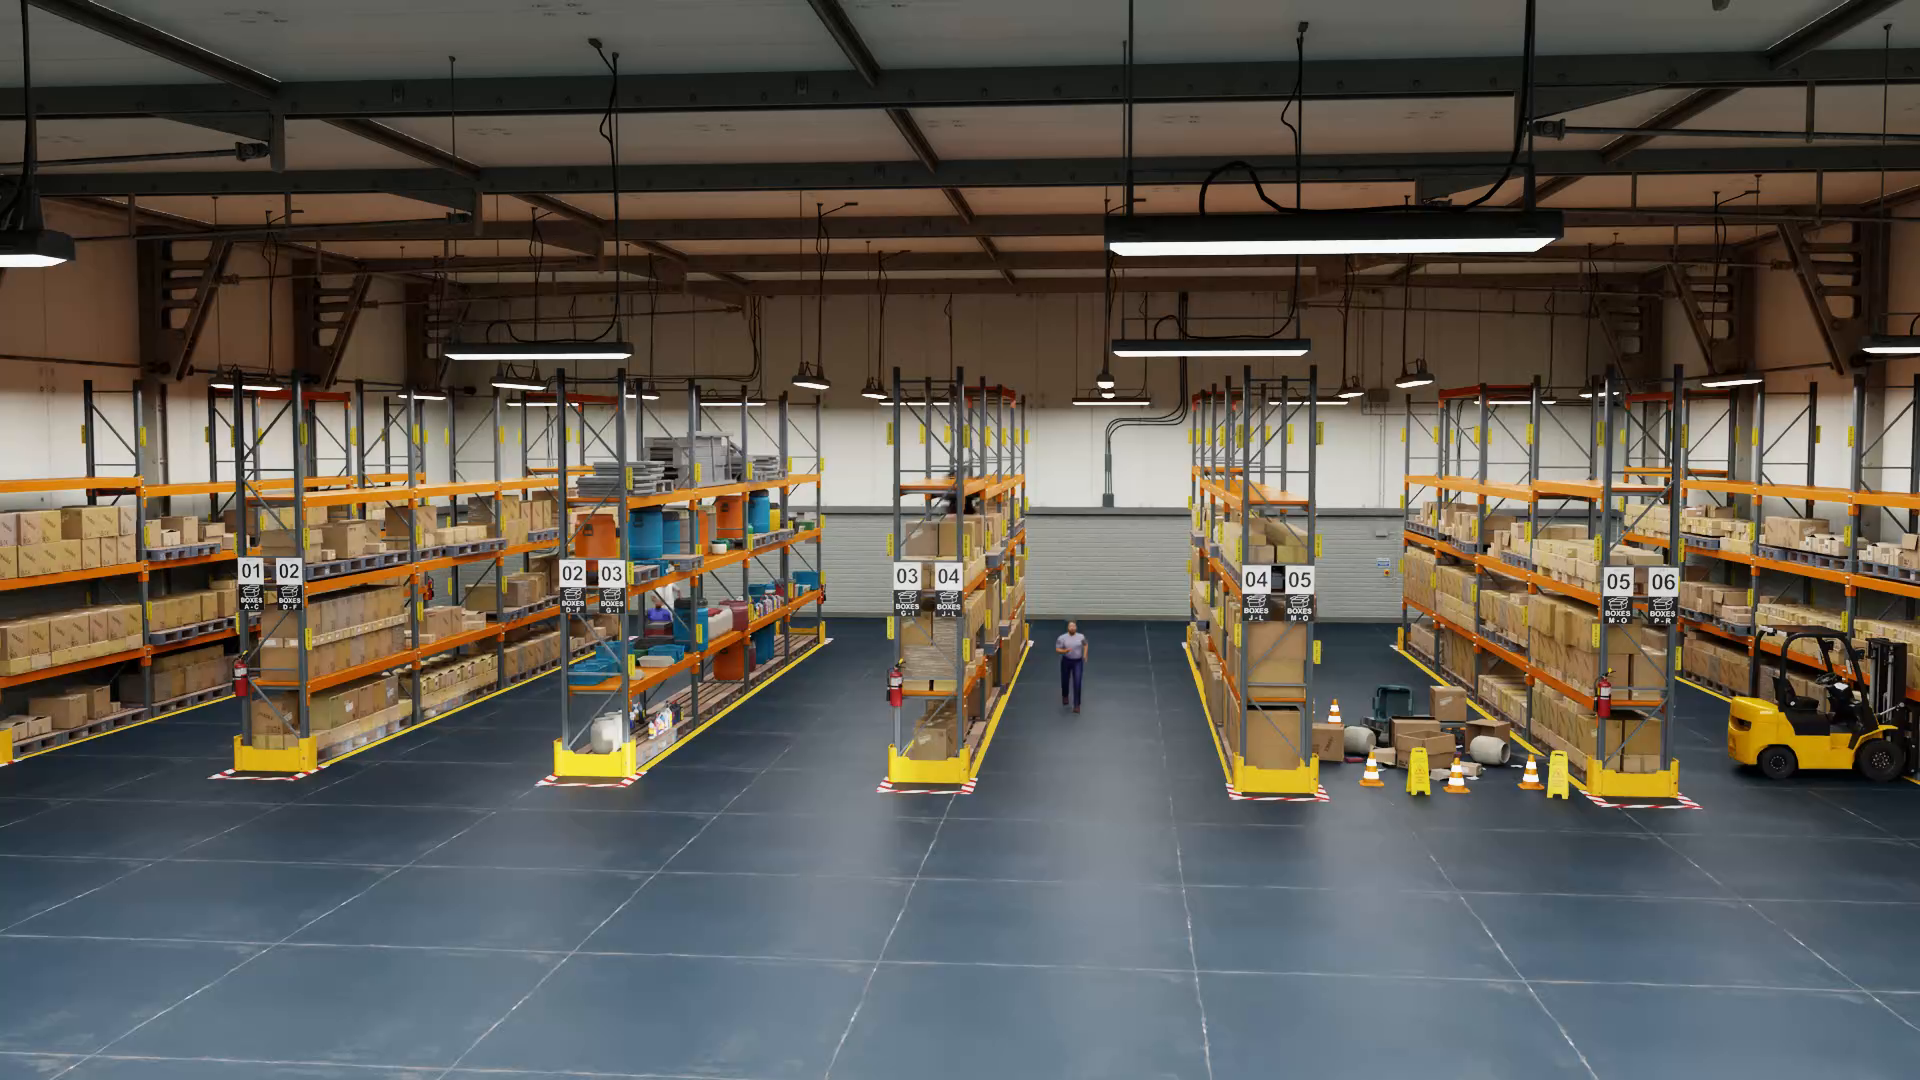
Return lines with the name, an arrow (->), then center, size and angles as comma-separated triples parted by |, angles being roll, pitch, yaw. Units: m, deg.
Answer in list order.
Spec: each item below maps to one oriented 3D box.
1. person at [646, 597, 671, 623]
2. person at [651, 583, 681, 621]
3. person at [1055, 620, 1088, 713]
person -> -6.273, 2.036, 34.590 | 0.558, 1.721, 0.758 | 0, 4, -2
person -> -7.033, 1.654, 39.630 | 0.661, 1.792, 0.684 | 0, 4, 2
person -> 2.043, 2.280, 30.323 | 0.607, 1.632, 0.941 | 0, 4, 1
